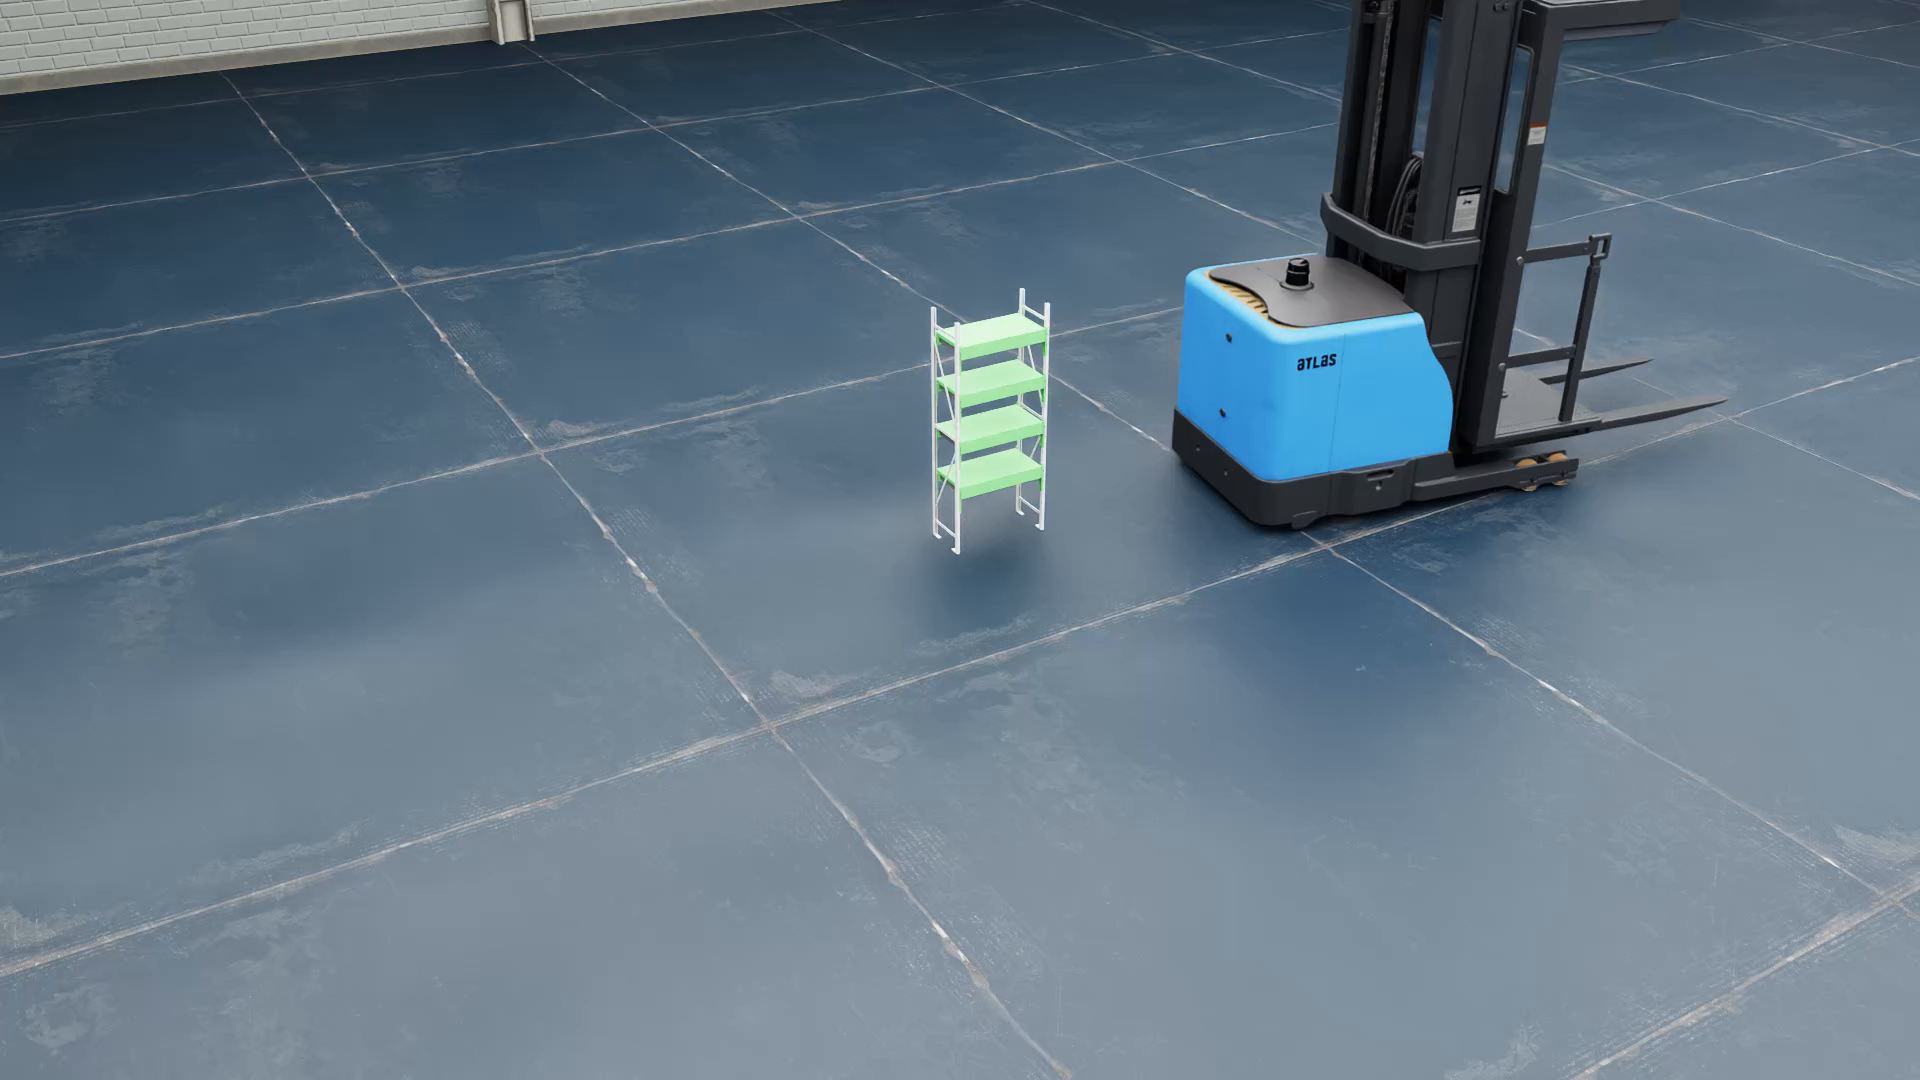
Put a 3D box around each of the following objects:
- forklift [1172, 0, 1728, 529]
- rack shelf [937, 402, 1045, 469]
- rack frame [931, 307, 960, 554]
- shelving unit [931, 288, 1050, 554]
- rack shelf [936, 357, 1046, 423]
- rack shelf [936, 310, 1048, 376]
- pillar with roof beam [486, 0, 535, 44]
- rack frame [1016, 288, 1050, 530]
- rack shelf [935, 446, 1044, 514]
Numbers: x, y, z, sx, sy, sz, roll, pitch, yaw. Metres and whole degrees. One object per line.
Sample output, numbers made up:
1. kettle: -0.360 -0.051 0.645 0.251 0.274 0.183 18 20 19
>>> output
1. forklift: 2.719 -1.767 8.418 3.031 2.935 1.130 -10 30 -18
2. rack shelf: 0.143 -0.510 8.064 0.480 0.148 0.258 -16 33 -26
3. rack frame: -0.068 -0.506 7.925 0.015 1.200 0.240 -16 33 -26
4. shelving unit: 0.143 -0.566 8.034 0.503 1.200 0.258 -16 33 -26
5. rack shelf: 0.143 -0.720 7.948 0.480 0.148 0.258 -16 33 -26
6. rack shelf: 0.143 -0.930 7.832 0.480 0.148 0.258 -16 33 -26
7. pillar with roof beam: -2.694 -7.602 12.712 0.400 9.000 9.100 -16 33 -26
8. rack frame: 0.353 -0.626 8.142 0.015 1.200 0.240 -16 33 -26
9. rack shelf: 0.143 -0.300 8.180 0.480 0.148 0.258 -16 33 -26
